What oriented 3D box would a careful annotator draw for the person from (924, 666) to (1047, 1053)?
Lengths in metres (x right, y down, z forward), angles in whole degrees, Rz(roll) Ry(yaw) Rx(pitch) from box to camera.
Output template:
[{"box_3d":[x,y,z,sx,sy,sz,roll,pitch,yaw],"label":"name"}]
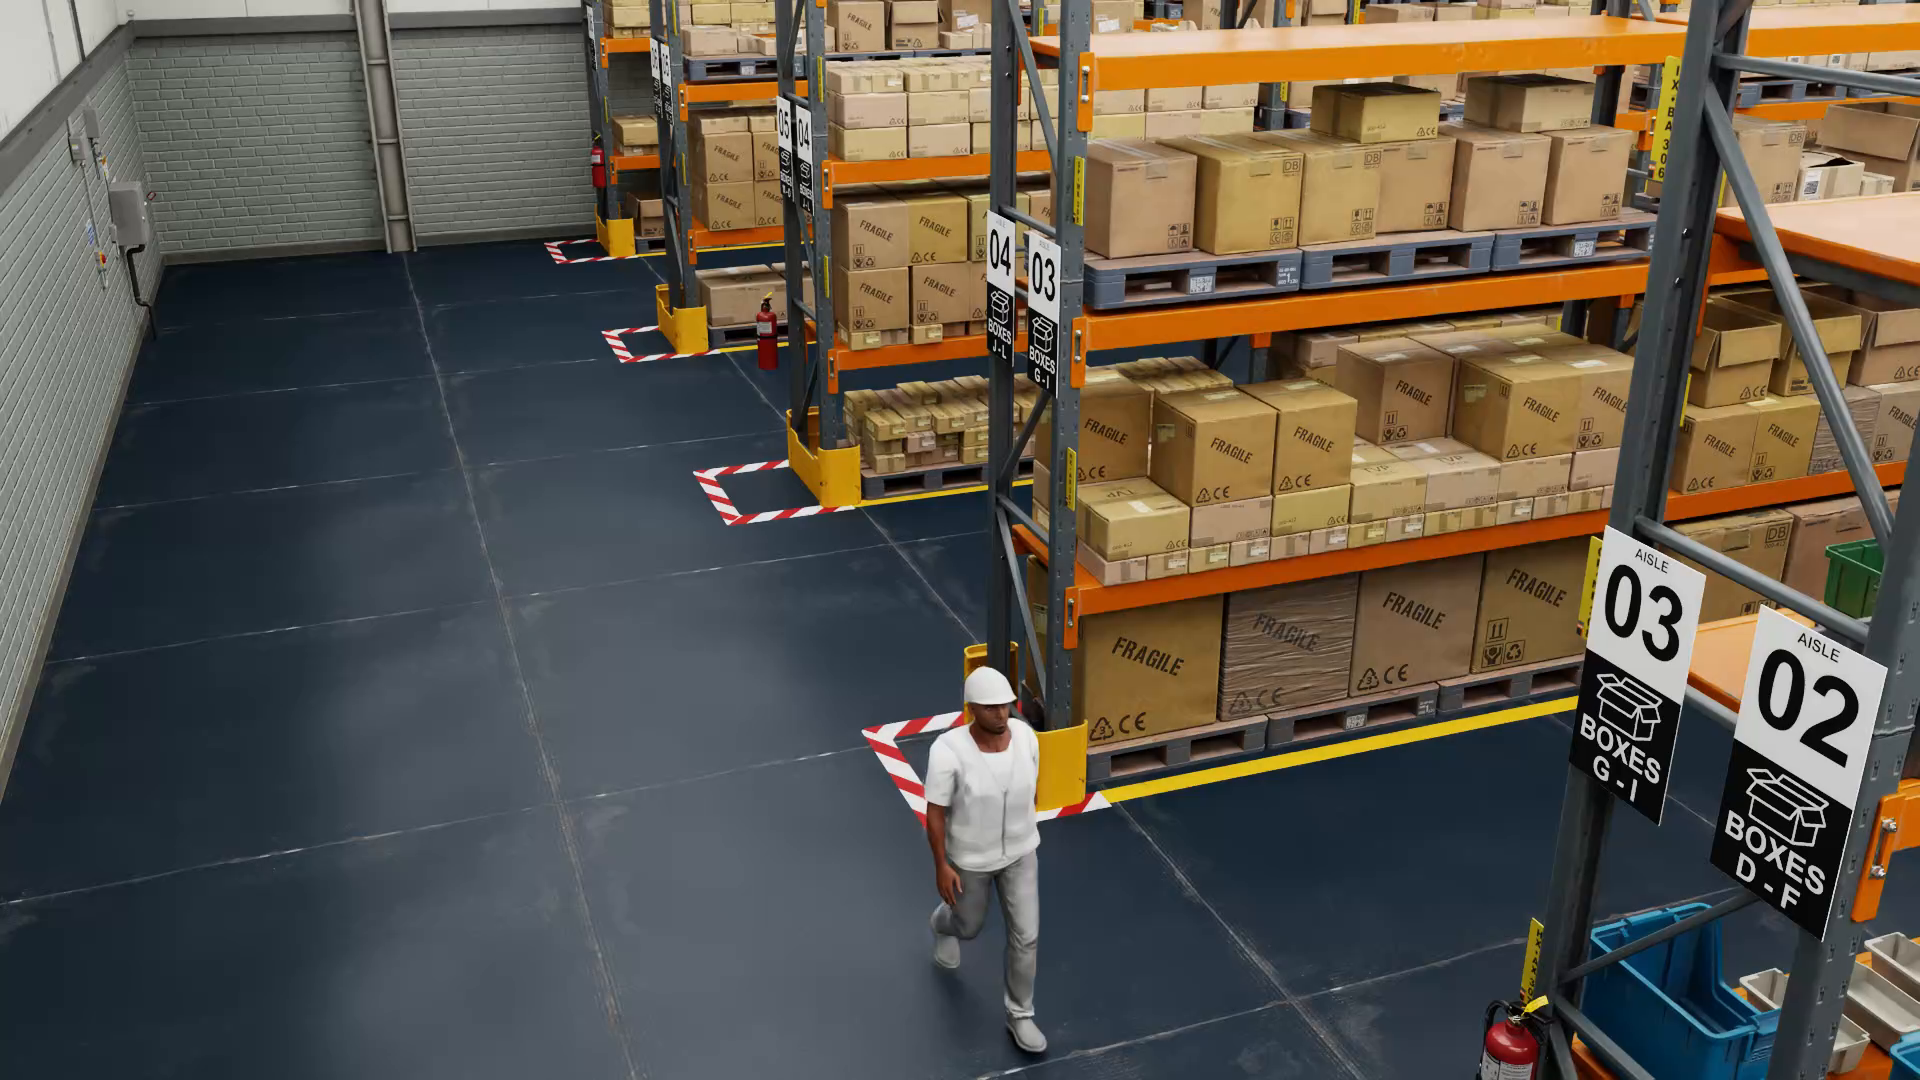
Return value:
[{"box_3d":[0.112,1.373,7.472,0.569,1.737,0.932,-8,24,-19],"label":"person"}]
